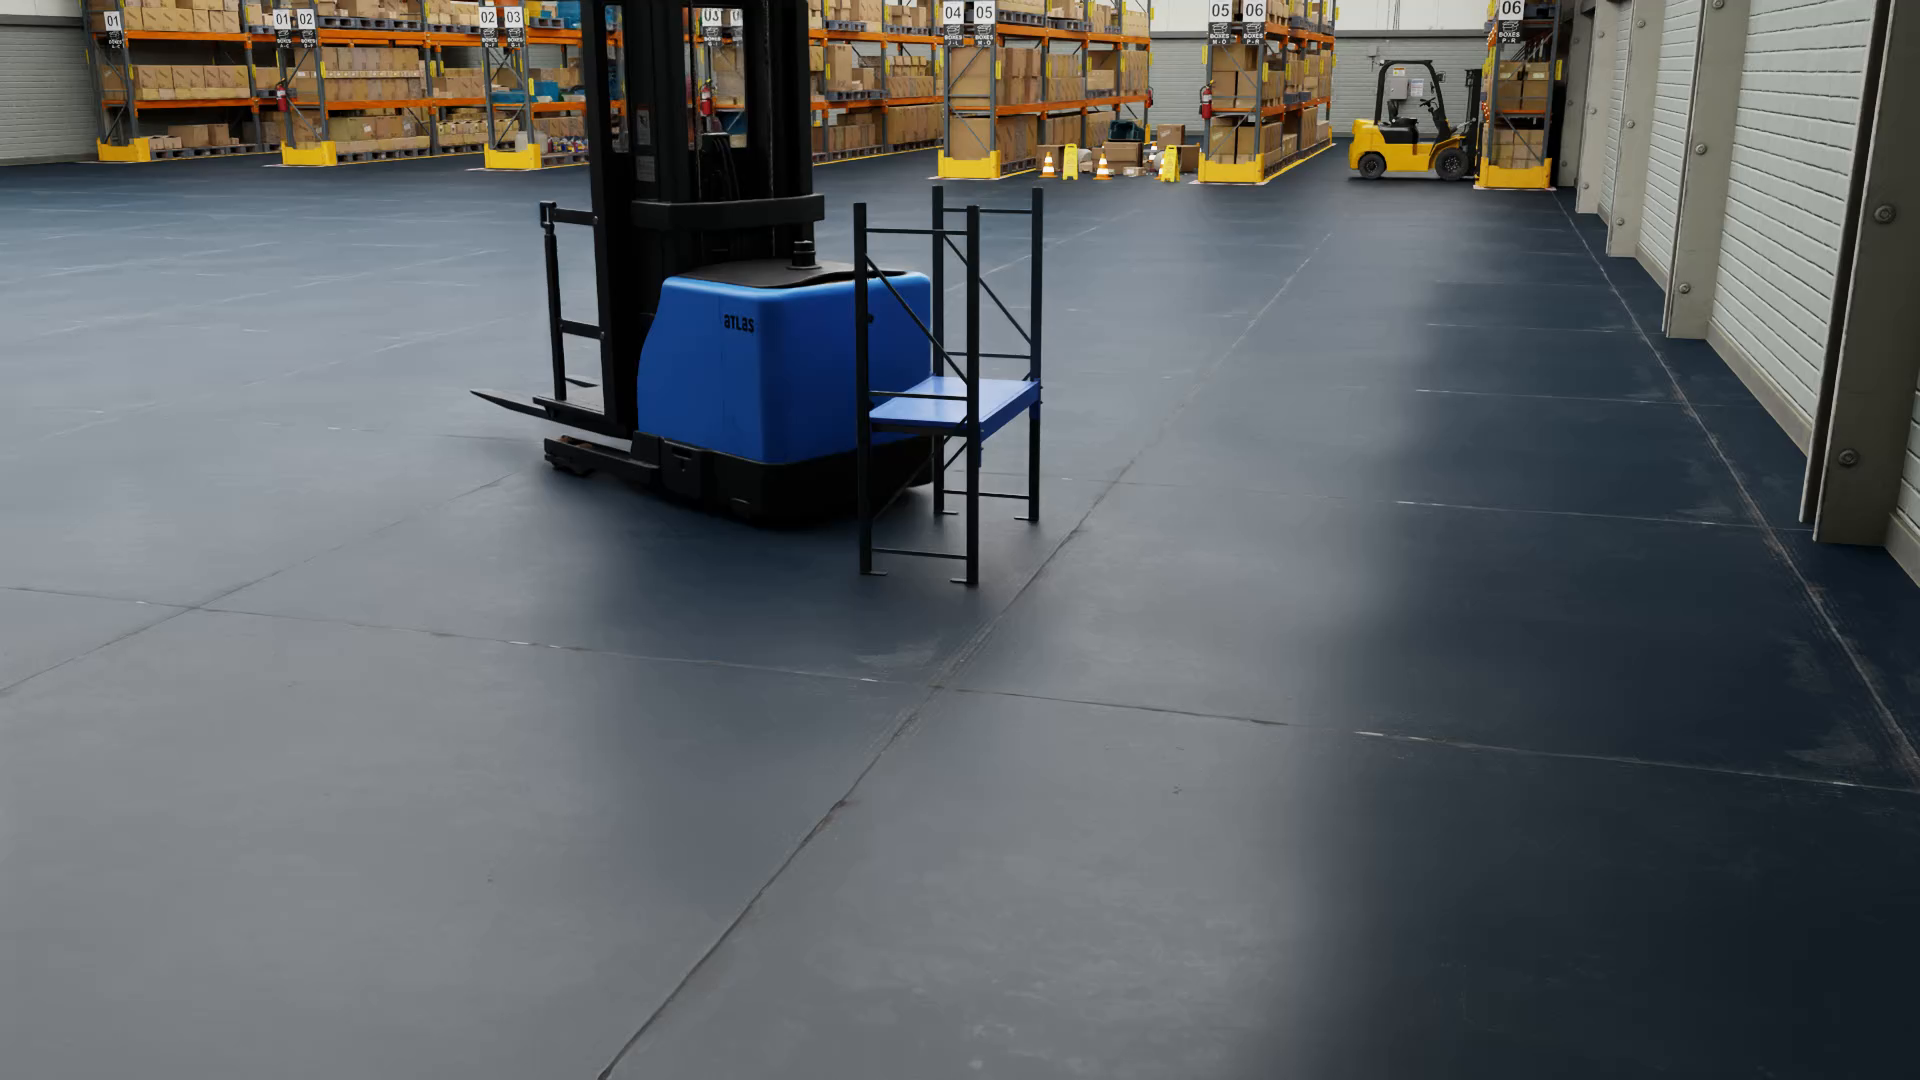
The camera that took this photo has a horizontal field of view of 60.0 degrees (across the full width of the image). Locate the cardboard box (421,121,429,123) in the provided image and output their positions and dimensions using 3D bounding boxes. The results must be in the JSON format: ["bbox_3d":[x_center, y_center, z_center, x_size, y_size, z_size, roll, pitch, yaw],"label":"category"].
[{"bbox_3d":[-12.921,-10.025,40.417,0.500,0.311,0.500,5,17,17],"label":"cardboard box"}]

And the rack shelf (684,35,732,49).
[{"bbox_3d":[-6.450,-12.892,43.107,1.077,0.370,4.000,5,16,16],"label":"rack shelf"}]

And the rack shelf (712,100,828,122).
[{"bbox_3d":[-3.974,-8.972,34.783,1.077,0.370,4.000,5,16,16],"label":"rack shelf"}]

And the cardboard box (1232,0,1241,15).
[{"bbox_3d":[4.846,-9.695,30.247,0.500,0.250,0.500,4,16,15],"label":"cardboard box"}]

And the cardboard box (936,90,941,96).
[{"bbox_3d":[-0.729,-11.865,44.125,0.380,0.149,0.250,5,16,16],"label":"cardboard box"}]

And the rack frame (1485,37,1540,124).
[{"bbox_3d":[11.992,-9.736,36.157,1.000,3.000,0.127,5,16,16],"label":"rack frame"}]

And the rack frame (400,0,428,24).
[{"bbox_3d":[-12.903,-13.497,38.423,1.000,3.000,0.127,5,16,16],"label":"rack frame"}]

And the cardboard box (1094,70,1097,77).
[{"bbox_3d":[3.073,-11.225,40.007,0.380,0.149,0.250,5,17,18],"label":"cardboard box"}]

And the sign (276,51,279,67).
[{"bbox_3d":[-14.556,-10.281,35.523,0.100,0.325,0.005,5,16,16],"label":"sign"}]

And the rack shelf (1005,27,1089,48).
[{"bbox_3d":[1.889,-11.051,36.614,1.077,0.370,4.000,5,16,16],"label":"rack shelf"}]

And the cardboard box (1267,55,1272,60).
[{"bbox_3d":[7.128,-10.804,37.909,0.500,0.500,0.500,4,16,14],"label":"cardboard box"}]

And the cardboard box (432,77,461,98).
[{"bbox_3d":[-12.519,-10.996,40.418,0.500,0.500,0.500,6,17,20],"label":"cardboard box"}]

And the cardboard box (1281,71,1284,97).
[{"bbox_3d":[6.208,-9.129,33.289,0.500,0.500,0.500,4,16,14],"label":"cardboard box"}]

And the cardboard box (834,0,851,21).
[{"bbox_3d":[-2.910,-11.898,37.325,0.797,0.503,0.637,5,17,18],"label":"cardboard box"}]

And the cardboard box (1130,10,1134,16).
[{"bbox_3d":[4.329,-13.724,43.350,0.380,0.149,0.250,5,17,19],"label":"cardboard box"}]

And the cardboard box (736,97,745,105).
[{"bbox_3d":[-4.233,-8.730,33.072,0.380,0.149,0.250,5,16,16],"label":"cardboard box"}]

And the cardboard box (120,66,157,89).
[{"bbox_3d":[-18.366,-10.347,37.177,0.500,0.500,0.500,5,16,16],"label":"cardboard box"}]

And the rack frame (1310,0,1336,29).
[{"bbox_3d":[9.506,-15.099,44.071,1.000,3.000,0.127,5,16,16],"label":"rack frame"}]

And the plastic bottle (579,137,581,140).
[{"bbox_3d":[-8.629,-8.986,37.686,0.061,0.283,0.133,5,16,16],"label":"plastic bottle"}]

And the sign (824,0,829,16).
[{"bbox_3d":[-2.883,-11.493,35.909,0.100,0.325,0.005,5,16,16],"label":"sign"}]

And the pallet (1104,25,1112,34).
[{"bbox_3d":[3.025,-12.451,40.578,1.213,0.211,1.003,5,16,16],"label":"pallet"}]

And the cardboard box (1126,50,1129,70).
[{"bbox_3d":[4.089,-12.432,43.101,0.500,0.500,0.500,4,16,14],"label":"cardboard box"}]

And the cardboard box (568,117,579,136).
[{"bbox_3d":[-10.786,-11.302,45.452,0.500,0.500,0.500,5,17,17],"label":"cardboard box"}]

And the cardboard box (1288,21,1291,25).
[{"bbox_3d":[6.826,-11.211,35.672,0.797,0.503,0.637,5,16,16],"label":"cardboard box"}]

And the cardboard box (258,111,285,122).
[{"bbox_3d":[-17.338,-10.673,41.862,0.500,0.250,0.500,4,16,15],"label":"cardboard box"}]

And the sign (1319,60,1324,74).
[{"bbox_3d":[8.892,-11.646,40.913,0.100,0.325,0.005,5,16,16],"label":"sign"}]

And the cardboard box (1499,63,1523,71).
[{"bbox_3d":[9.619,-8.256,29.023,0.380,0.149,0.250,5,16,16],"label":"cardboard box"}]

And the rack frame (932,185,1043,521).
[{"bbox_3d":[0.120,-0.832,7.515,0.500,1.500,0.032,5,16,16],"label":"rack frame"}]

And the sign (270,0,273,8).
[{"bbox_3d":[-14.556,-11.441,35.194,0.100,0.325,0.005,5,16,16],"label":"sign"}]

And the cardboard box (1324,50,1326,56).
[{"bbox_3d":[9.158,-12.467,42.581,0.380,0.149,0.250,5,16,16],"label":"cardboard box"}]

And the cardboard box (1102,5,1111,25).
[{"bbox_3d":[3.381,-13.126,41.660,0.700,0.500,0.500,5,16,16],"label":"cardboard box"}]

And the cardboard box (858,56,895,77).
[{"bbox_3d":[-2.046,-11.609,40.739,0.797,0.503,0.637,5,17,18],"label":"cardboard box"}]

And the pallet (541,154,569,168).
[{"bbox_3d":[-9.079,-8.073,35.406,1.003,0.211,1.213,5,16,16],"label":"pallet"}]

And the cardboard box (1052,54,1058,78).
[{"bbox_3d":[1.745,-10.357,36.331,0.700,0.500,0.500,5,17,16],"label":"cardboard box"}]

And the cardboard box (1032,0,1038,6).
[{"bbox_3d":[1.283,-10.914,33.590,0.500,0.250,0.500,5,16,16],"label":"cardboard box"}]

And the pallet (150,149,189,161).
[{"bbox_3d":[-18.504,-8.836,38.093,1.003,0.211,1.213,5,16,16],"label":"pallet"}]

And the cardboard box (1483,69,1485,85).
[{"bbox_3d":[12.777,-10.923,39.390,0.700,0.500,0.500,5,17,17],"label":"cardboard box"}]

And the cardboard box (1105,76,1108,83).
[{"bbox_3d":[3.450,-11.423,41.250,0.380,0.149,0.250,4,16,14],"label":"cardboard box"}]

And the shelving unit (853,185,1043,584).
[{"bbox_3d":[-0.024,-0.699,7.046,0.538,1.500,1.048,5,16,16],"label":"shelving unit"}]

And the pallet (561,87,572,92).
[{"bbox_3d":[-10.961,-12.411,45.940,1.003,0.211,1.213,5,16,16],"label":"pallet"}]

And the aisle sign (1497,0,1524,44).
[{"bbox_3d":[9.419,-8.899,28.442,0.394,0.787,0.004,5,16,16],"label":"aisle sign"}]

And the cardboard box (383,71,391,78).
[{"bbox_3d":[-13.137,-10.551,37.660,0.380,0.149,0.250,5,17,17],"label":"cardboard box"}]

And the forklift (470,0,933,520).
[{"bbox_3d":[-1.512,-1.826,8.396,1.130,2.935,3.031,-15,22,-43],"label":"forklift"}]

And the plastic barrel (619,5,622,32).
[{"bbox_3d":[-8.032,-12.231,38.538,0.600,0.901,0.600,0,16,0],"label":"plastic barrel"}]

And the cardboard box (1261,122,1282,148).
[{"bbox_3d":[6.185,-8.138,33.417,0.500,0.500,0.500,4,16,15],"label":"cardboard box"}]

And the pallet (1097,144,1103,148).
[{"bbox_3d":[3.030,-9.658,40.993,1.003,0.211,1.213,5,16,16],"label":"pallet"}]

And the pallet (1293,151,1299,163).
[{"bbox_3d":[7.009,-8.574,37.170,1.003,0.211,1.213,5,16,16],"label":"pallet"}]

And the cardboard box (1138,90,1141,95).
[{"bbox_3d":[4.696,-12.144,45.109,0.380,0.149,0.250,5,17,17],"label":"cardboard box"}]

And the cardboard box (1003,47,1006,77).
[{"bbox_3d":[0.395,-9.221,32.088,0.875,0.550,0.550,5,16,16],"label":"cardboard box"}]

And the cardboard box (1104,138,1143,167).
[{"bbox_3d":[3.288,-7.792,33.630,0.797,0.637,0.503,5,16,16],"label":"cardboard box"}]

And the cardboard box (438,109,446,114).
[{"bbox_3d":[-15.301,-12.564,48.749,0.380,0.149,0.250,5,16,16],"label":"cardboard box"}]

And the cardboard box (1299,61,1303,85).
[{"bbox_3d":[7.233,-10.236,36.423,0.500,0.500,0.500,4,16,15],"label":"cardboard box"}]

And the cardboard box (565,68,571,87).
[{"bbox_3d":[-11.113,-12.662,45.523,0.700,0.500,0.500,7,17,25],"label":"cardboard box"}]
